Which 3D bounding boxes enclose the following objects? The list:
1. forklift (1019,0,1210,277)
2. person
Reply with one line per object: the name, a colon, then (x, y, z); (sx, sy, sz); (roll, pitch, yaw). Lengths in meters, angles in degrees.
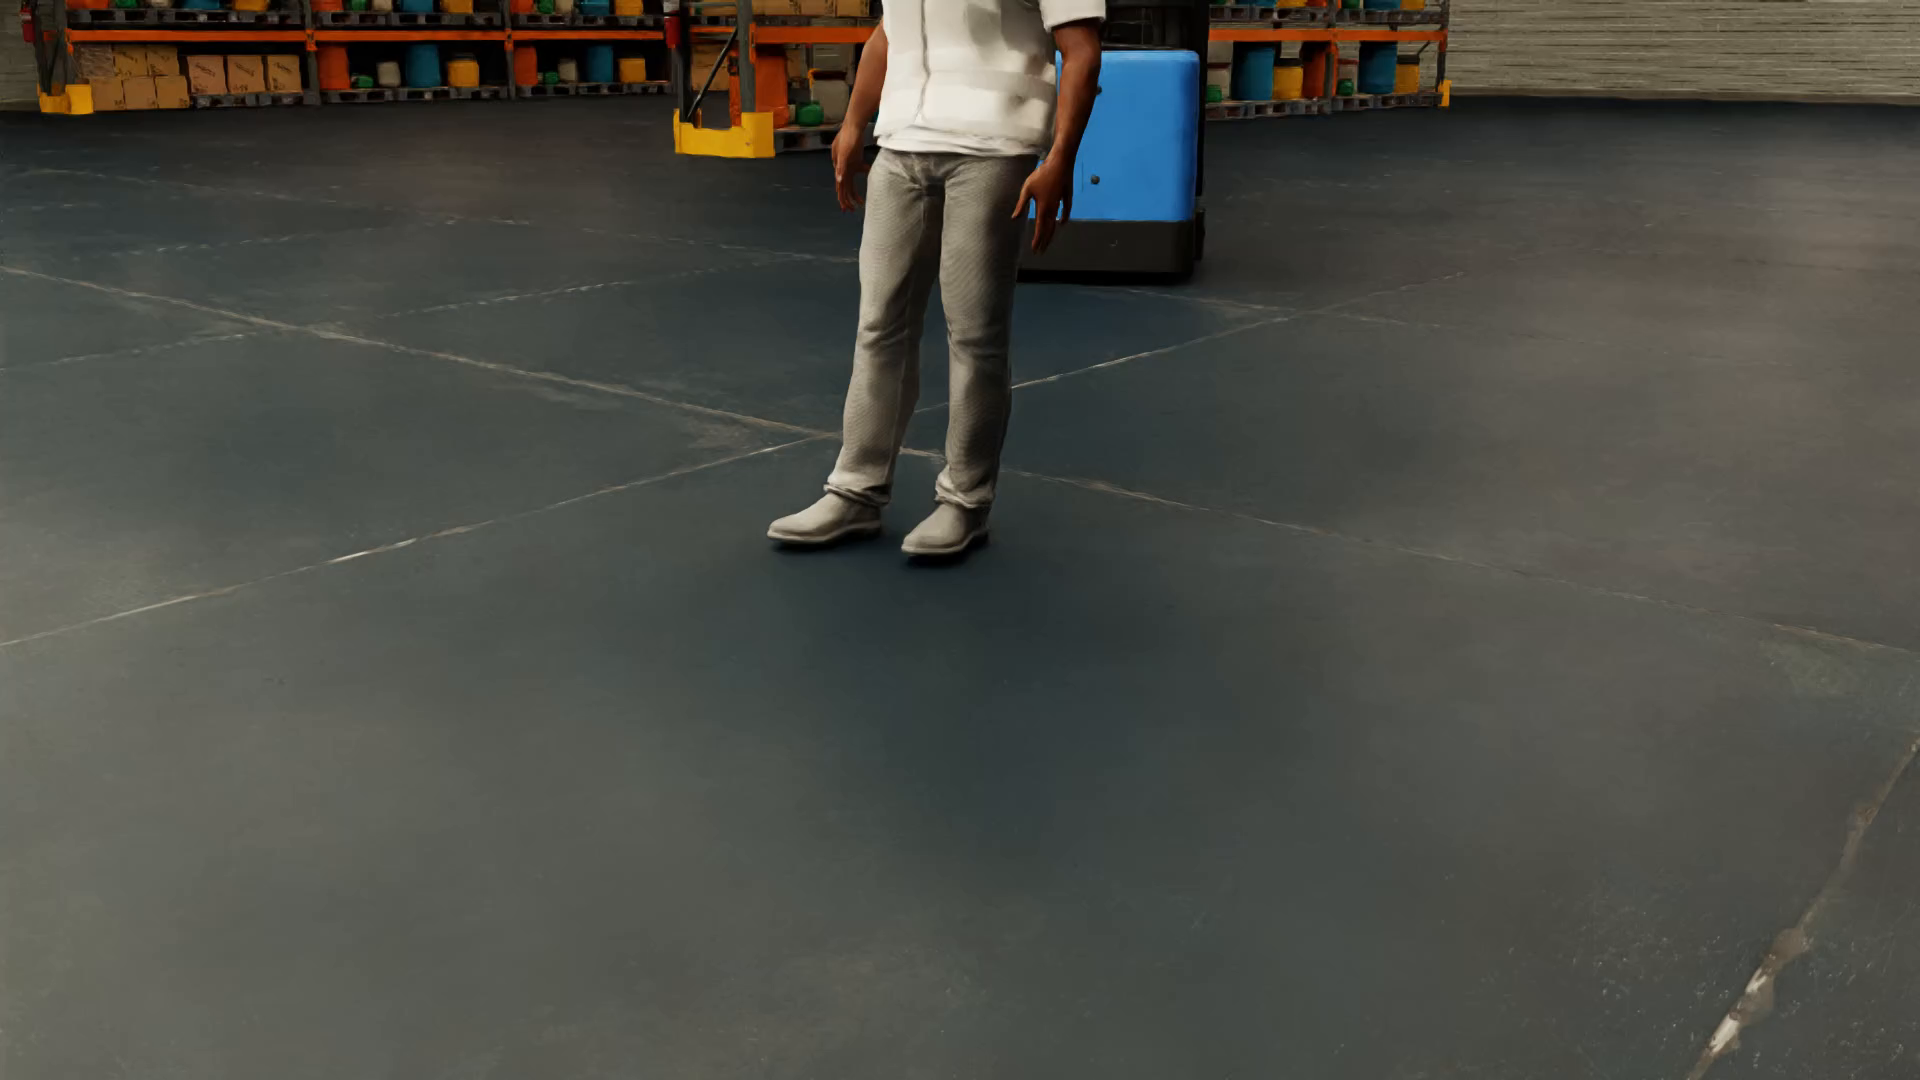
forklift: (0.809, -3.052, 8.950); (1.130, 2.935, 3.031); (3, 17, 8)
person: (-0.049, -0.837, 3.635); (0.665, 1.766, 0.576); (13, 21, 37)
